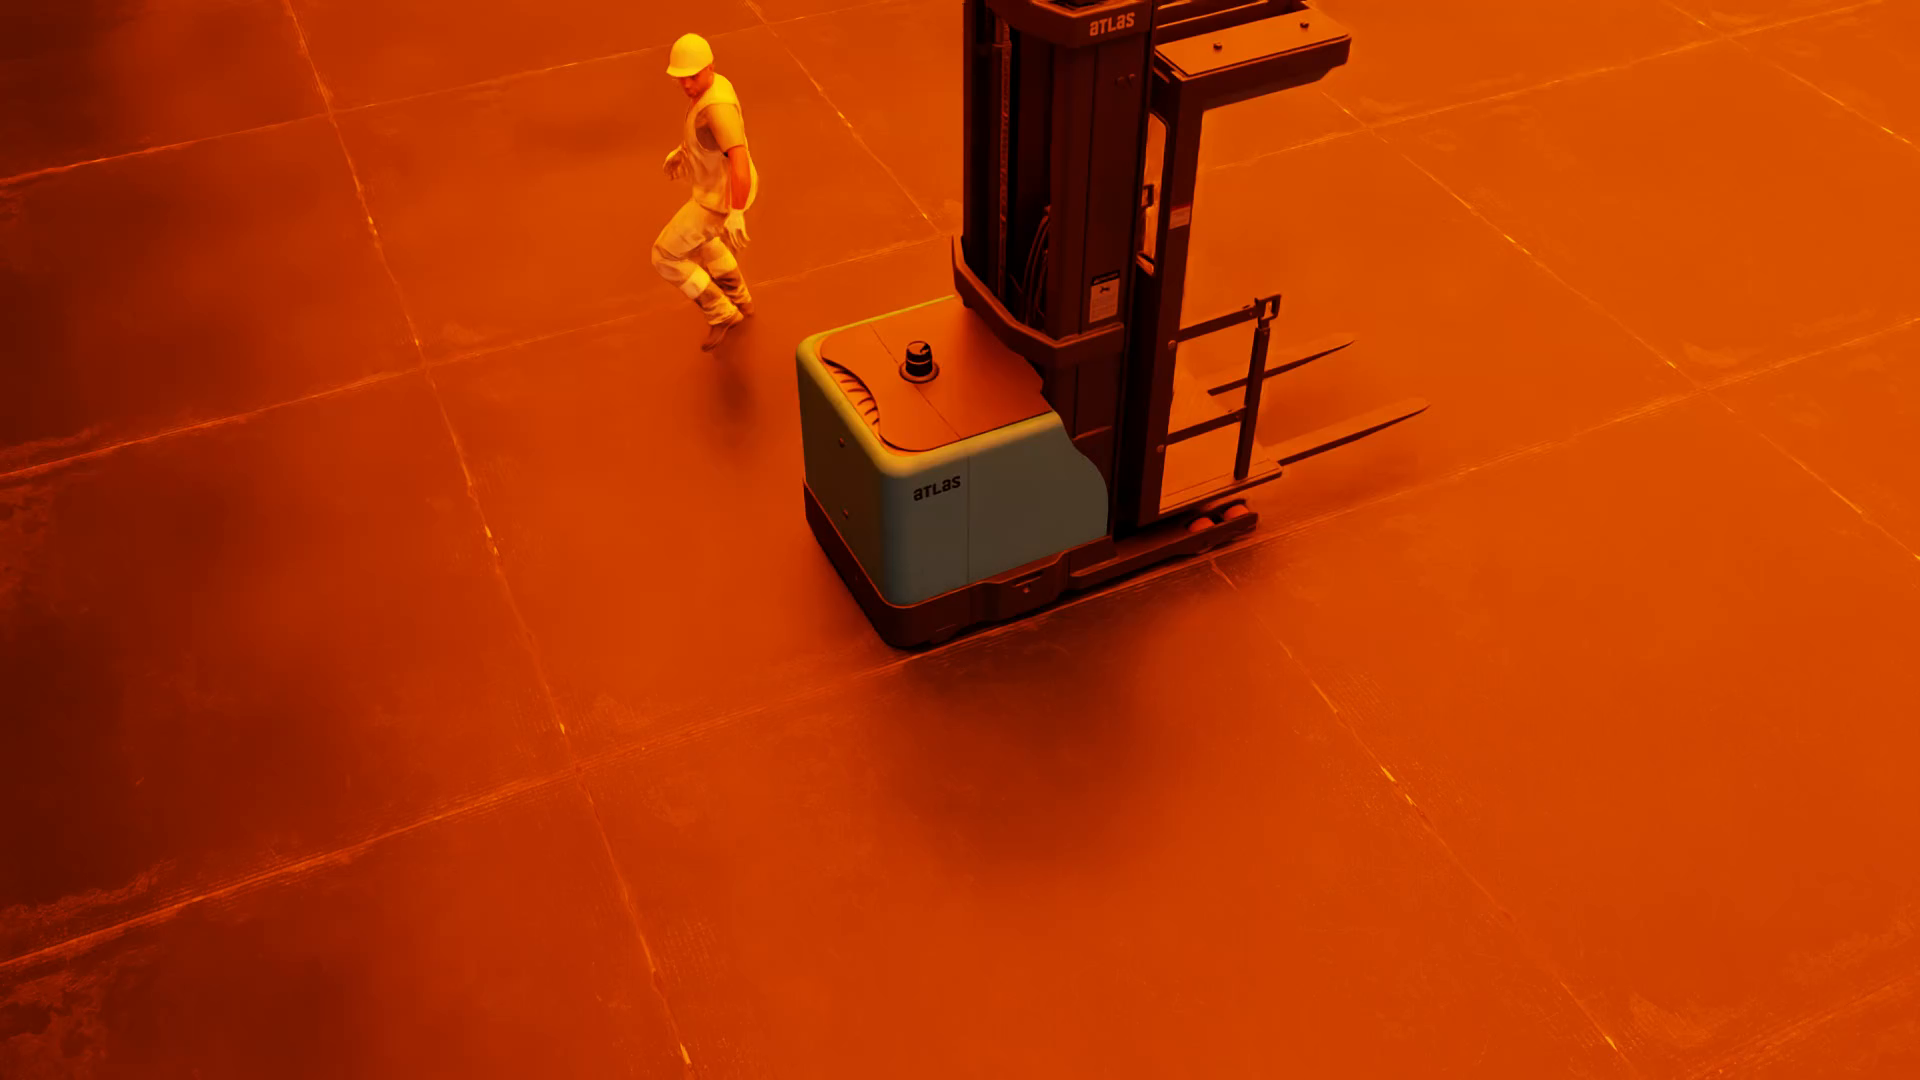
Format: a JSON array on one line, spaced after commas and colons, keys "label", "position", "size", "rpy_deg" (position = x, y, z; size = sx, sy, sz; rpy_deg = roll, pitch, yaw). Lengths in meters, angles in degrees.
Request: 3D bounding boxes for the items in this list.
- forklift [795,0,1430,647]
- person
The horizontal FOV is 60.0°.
[{"label": "forklift", "position": [0.824, -1.315, 7.089], "size": [3.031, 2.935, 1.130], "rpy_deg": [-19, 46, -19]}, {"label": "person", "position": [-1.297, -1.769, 8.505], "size": [0.620, 1.676, 0.831], "rpy_deg": [4, 43, 5]}]
